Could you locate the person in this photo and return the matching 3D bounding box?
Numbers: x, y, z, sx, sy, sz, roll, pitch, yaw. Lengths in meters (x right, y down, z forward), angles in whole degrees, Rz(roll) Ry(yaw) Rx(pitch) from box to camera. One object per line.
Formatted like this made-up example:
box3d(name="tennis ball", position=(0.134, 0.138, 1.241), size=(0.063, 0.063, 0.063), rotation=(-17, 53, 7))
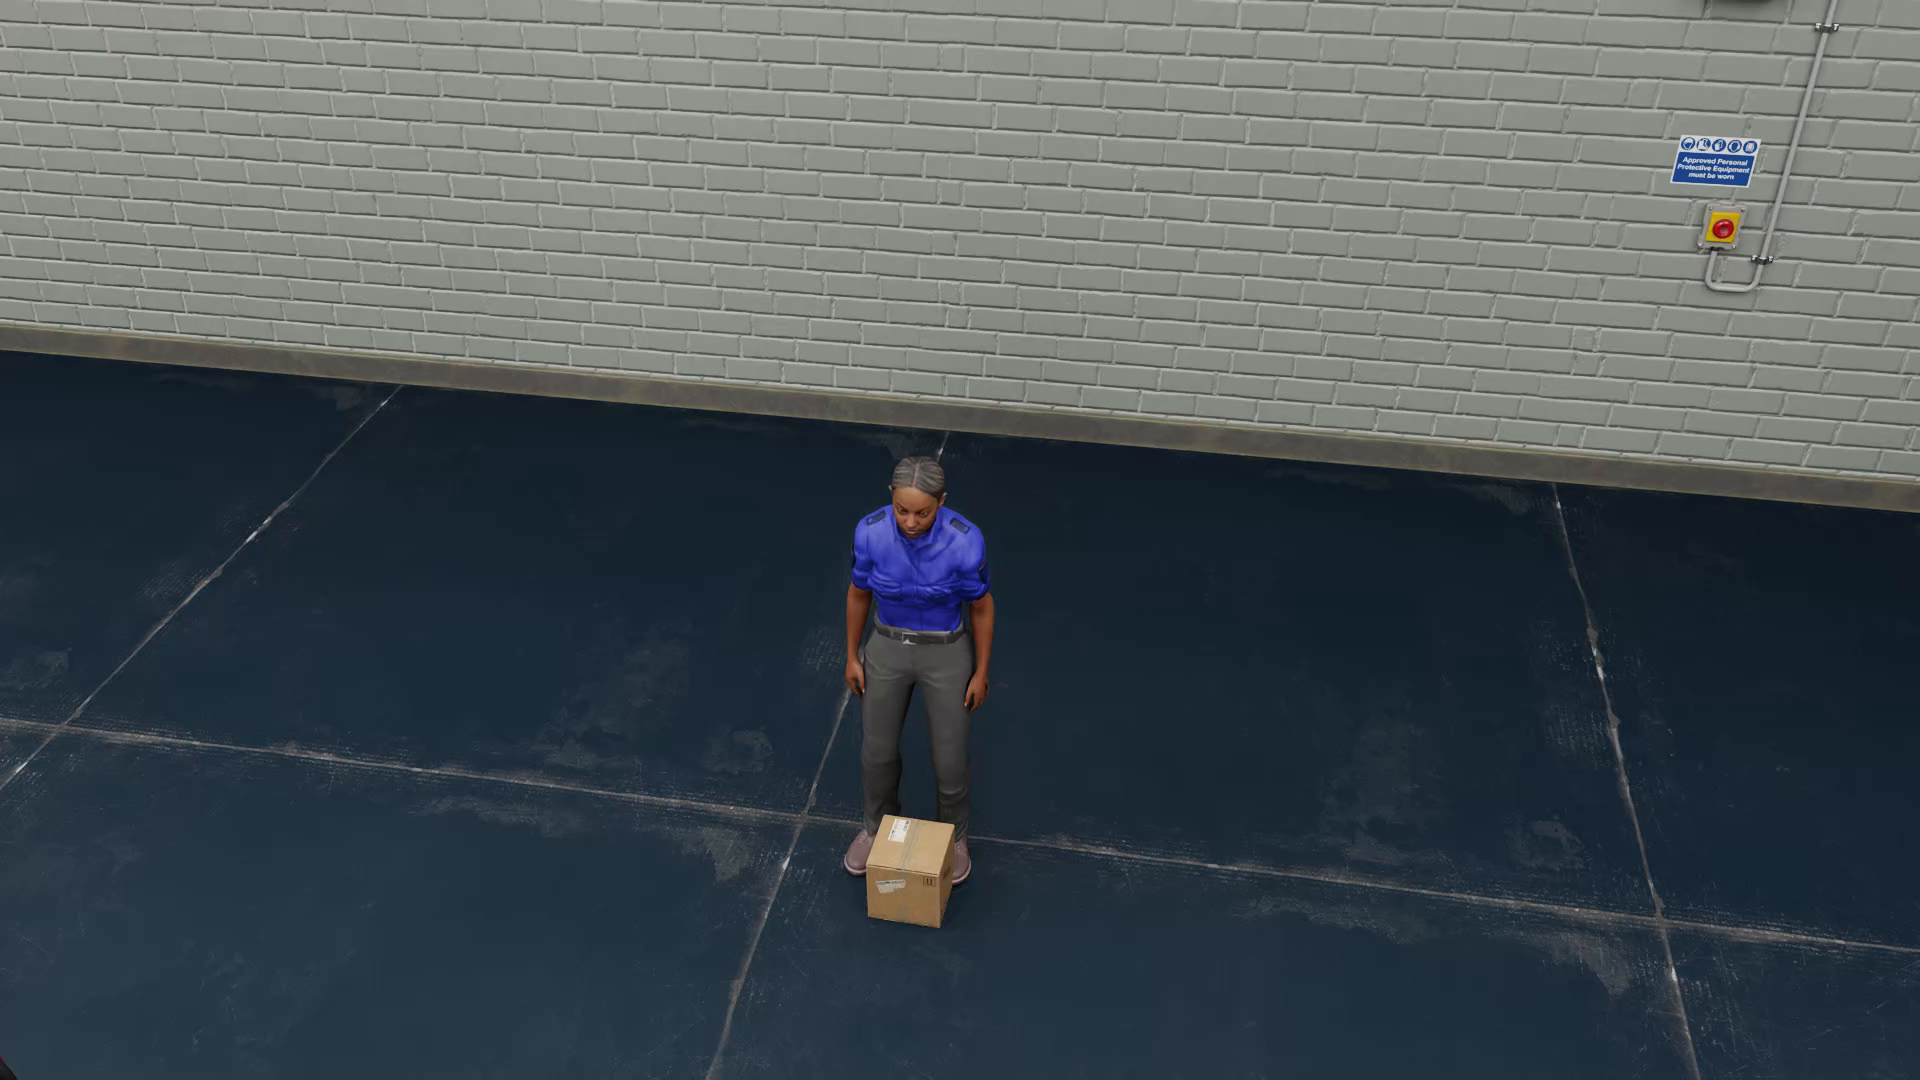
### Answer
box3d(name="person", position=(-0.144, 0.412, 5.498), size=(0.501, 1.654, 0.350), rotation=(5, 33, 8))
